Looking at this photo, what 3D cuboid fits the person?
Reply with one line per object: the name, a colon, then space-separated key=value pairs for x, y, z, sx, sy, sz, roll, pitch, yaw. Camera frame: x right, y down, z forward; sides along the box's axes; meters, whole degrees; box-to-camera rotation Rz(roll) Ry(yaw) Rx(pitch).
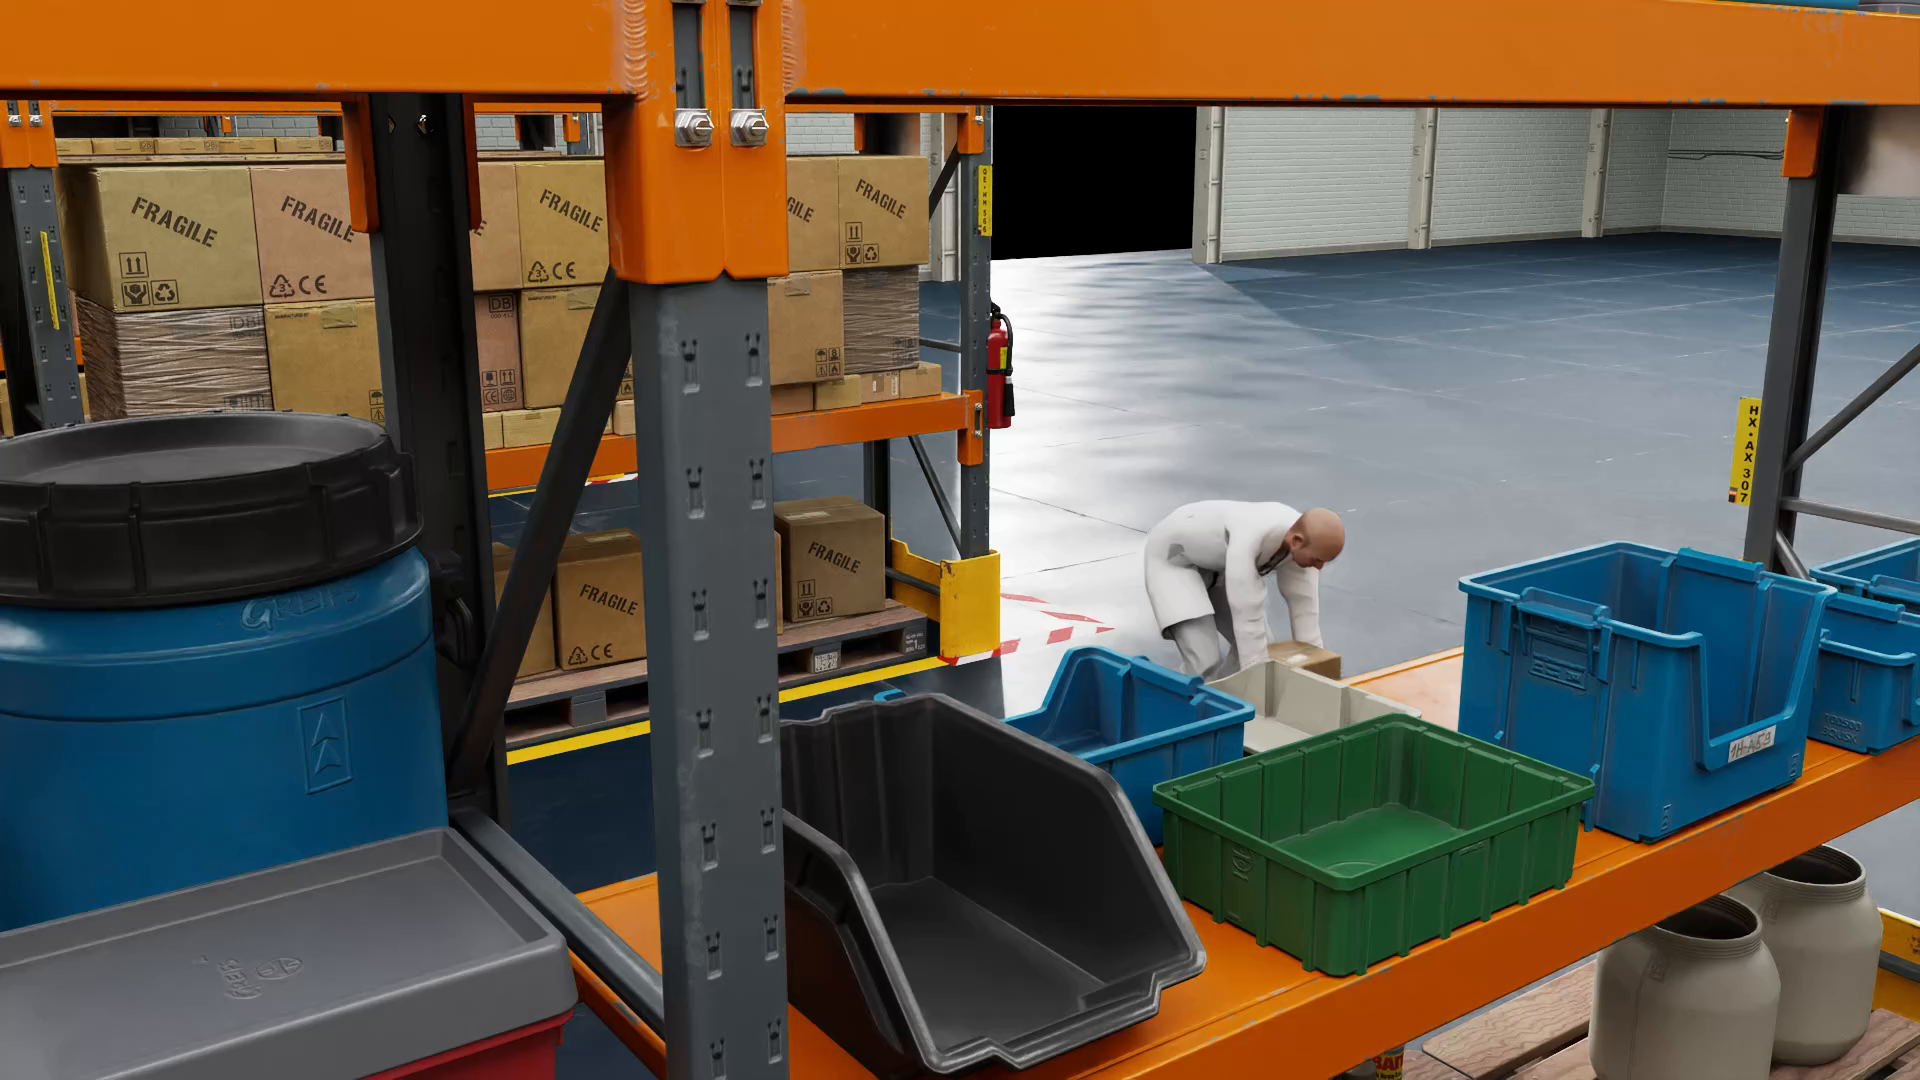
person: x=1.138 y=0.400 z=6.735 sx=0.576 sy=1.150 sz=0.932 roll=-11 pitch=18 yaw=-37
